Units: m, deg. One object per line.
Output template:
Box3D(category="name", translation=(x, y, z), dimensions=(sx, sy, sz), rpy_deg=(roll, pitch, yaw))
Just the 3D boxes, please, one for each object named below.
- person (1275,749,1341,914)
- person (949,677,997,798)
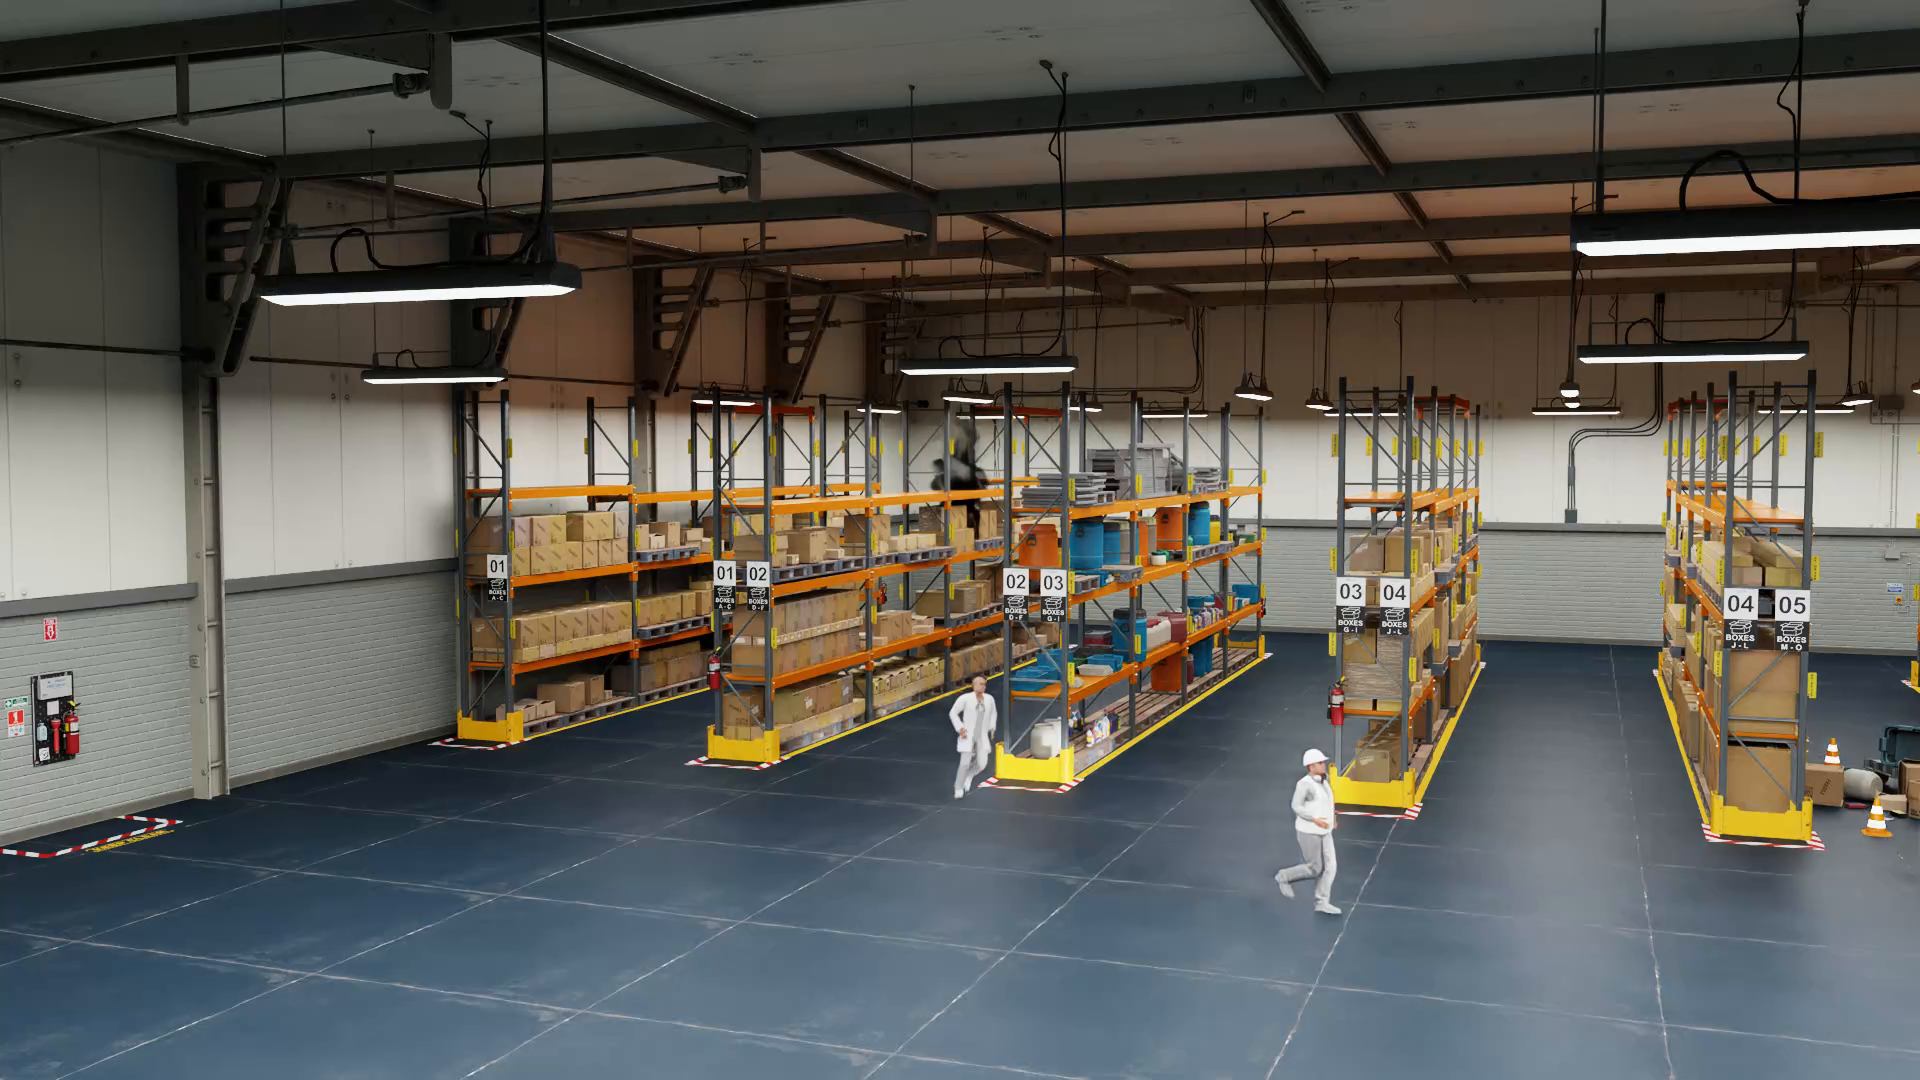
Box3D(category="person", translation=(3.803, 3.133, 18.015), dimensions=(0.752, 1.748, 0.655), rpy_deg=(3, 4, 40))
Box3D(category="person", translation=(0.227, 2.830, 23.966), dimensions=(0.770, 1.716, 0.563), rpy_deg=(-1, 3, -20))
